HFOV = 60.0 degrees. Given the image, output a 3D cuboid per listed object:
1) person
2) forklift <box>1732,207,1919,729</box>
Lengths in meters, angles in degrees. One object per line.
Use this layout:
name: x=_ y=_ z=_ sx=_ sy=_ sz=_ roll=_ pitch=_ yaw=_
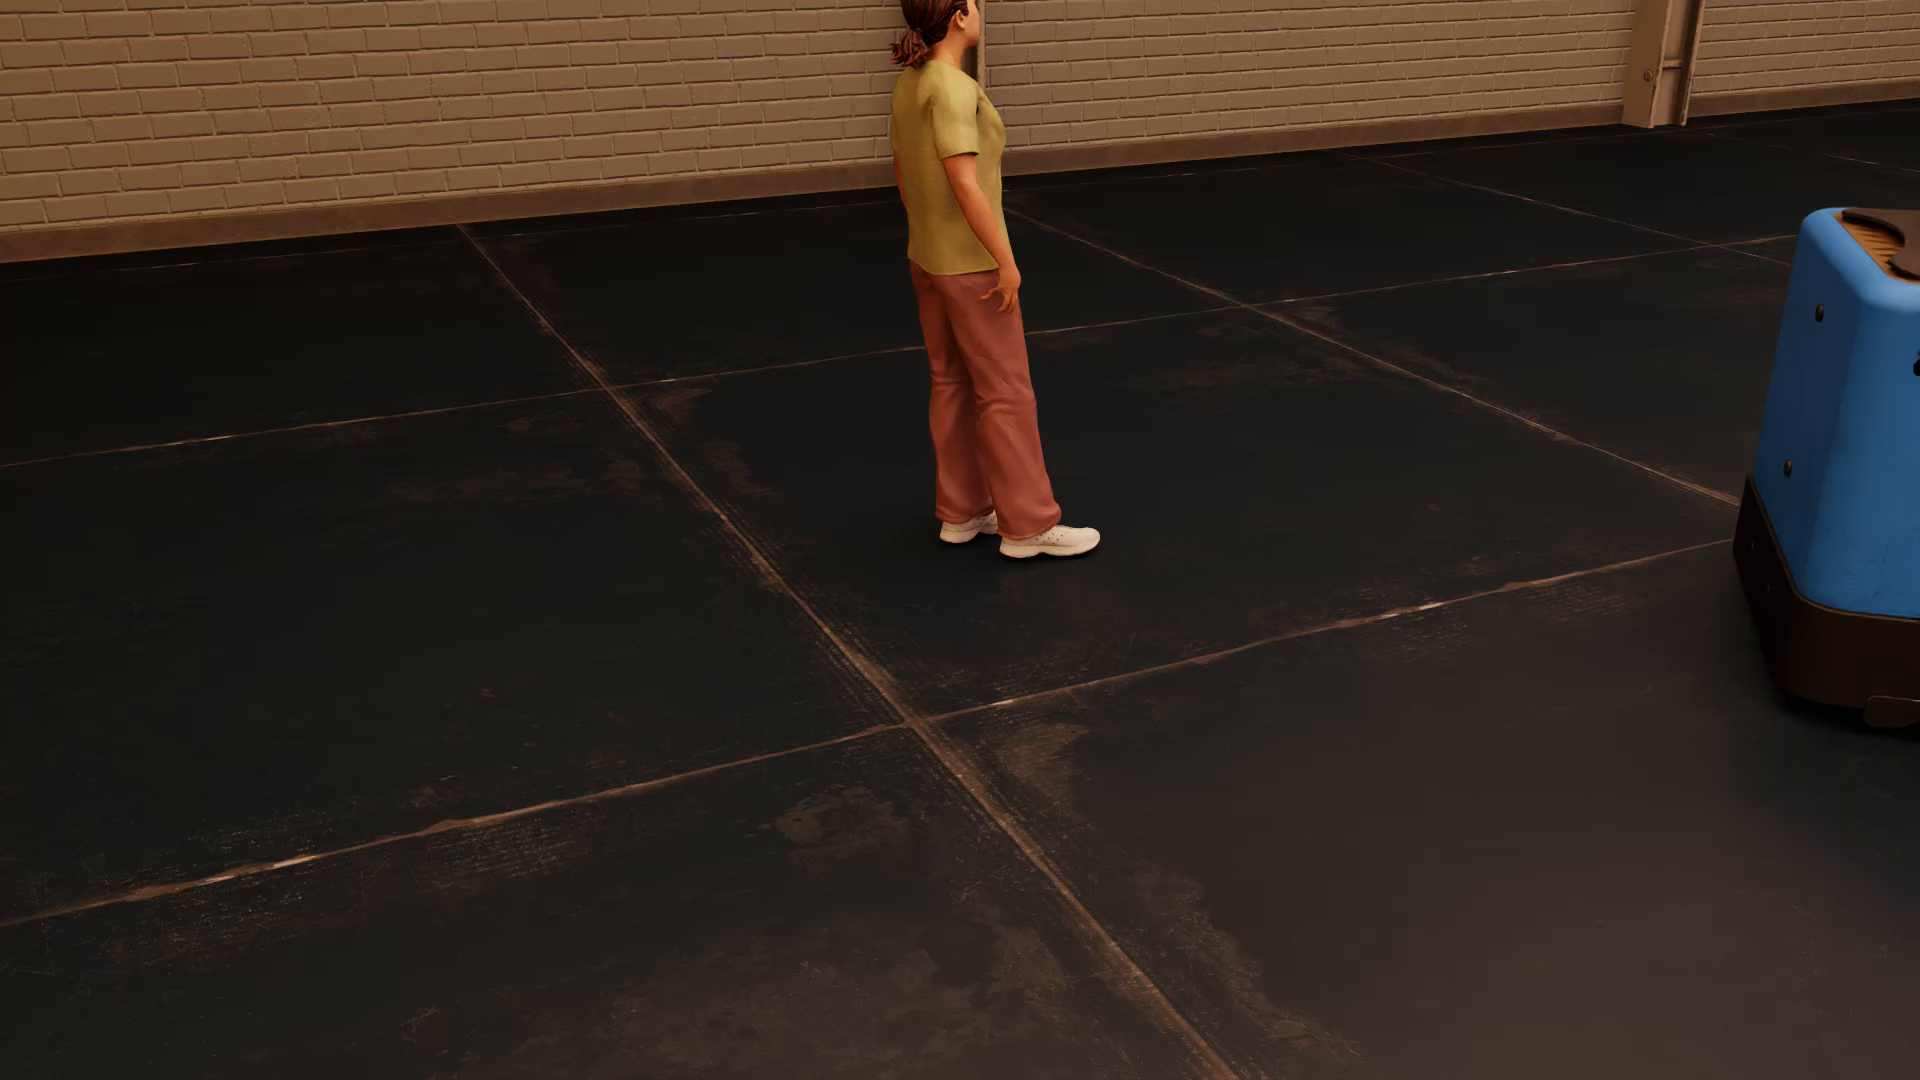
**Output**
person: x=0.071 y=-0.782 z=4.805 sx=0.549 sy=1.662 sz=0.555 roll=-10 pitch=25 yaw=-23
forklift: x=3.575 y=-0.930 z=3.525 sx=3.031 sy=2.935 sz=1.130 roll=7 pitch=23 yaw=15
